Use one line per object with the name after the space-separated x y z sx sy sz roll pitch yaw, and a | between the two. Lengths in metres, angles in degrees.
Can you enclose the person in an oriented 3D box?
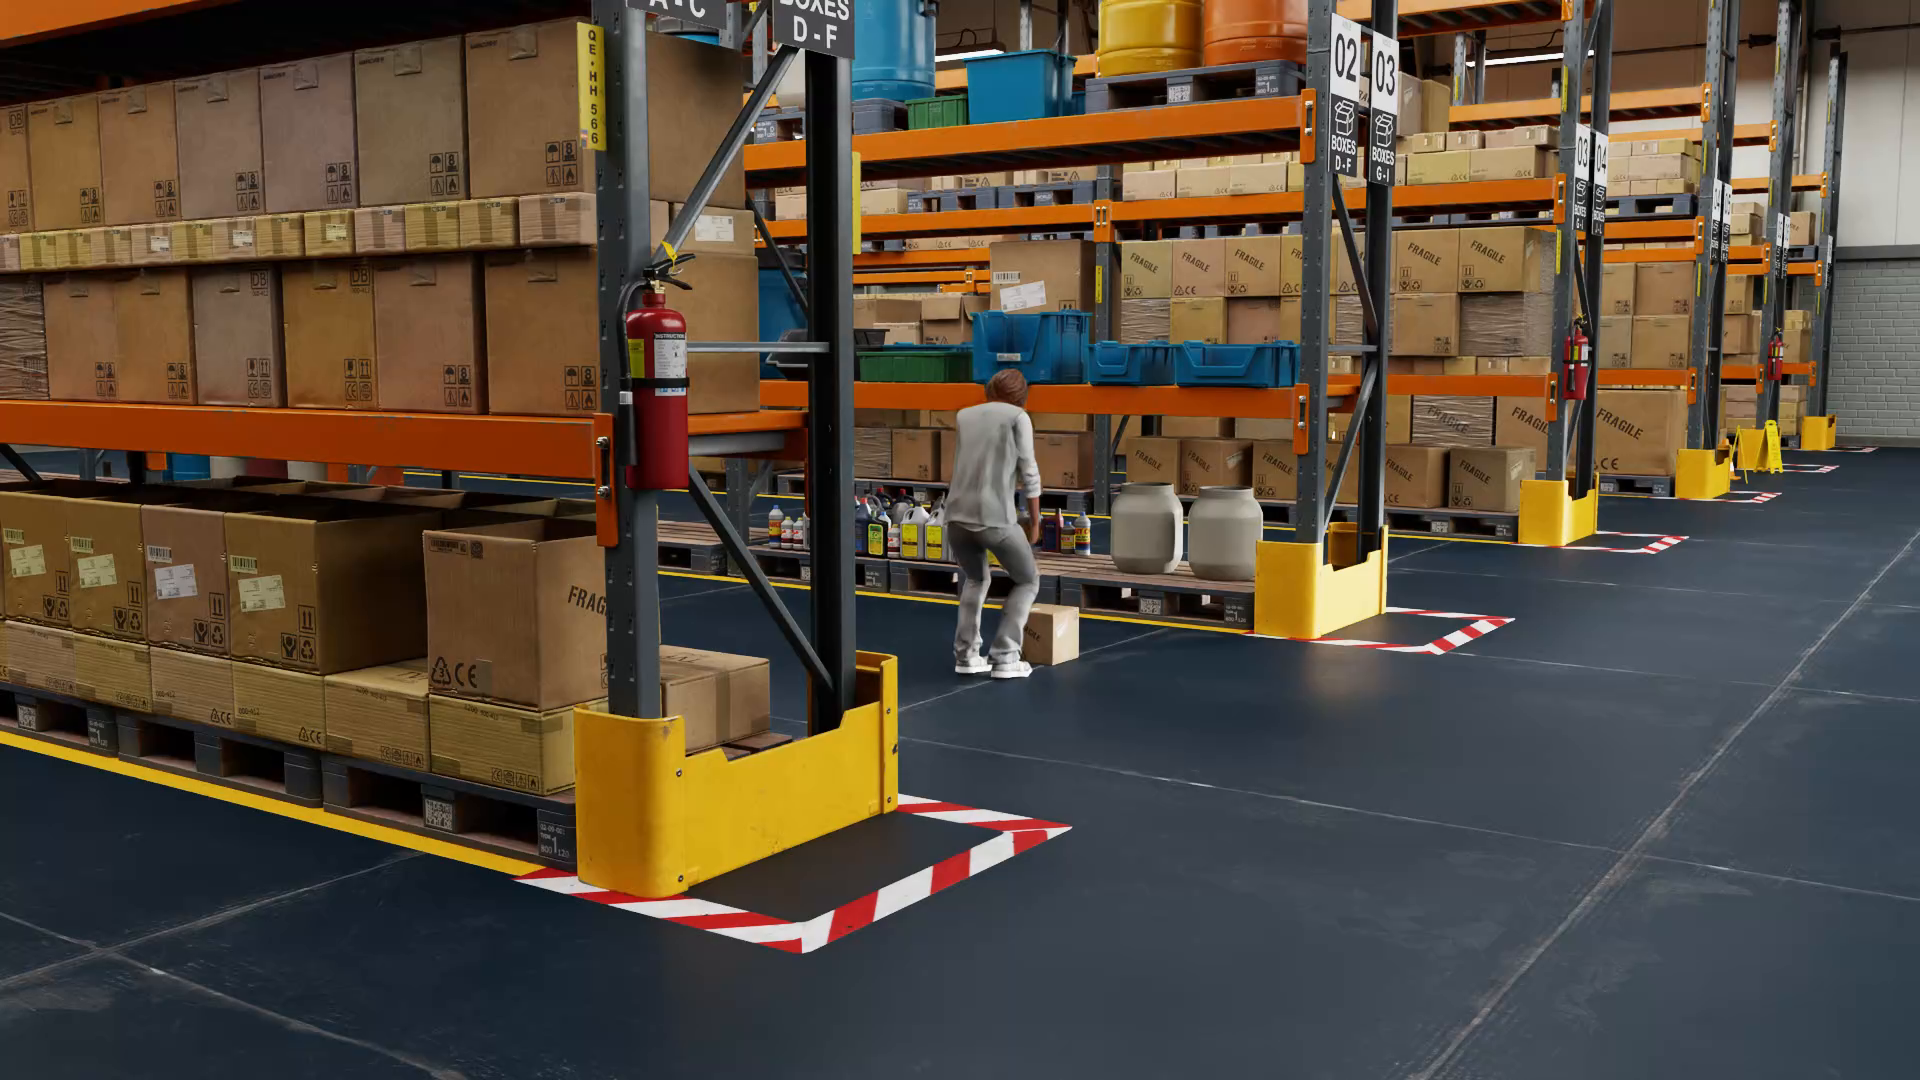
0.136 -0.069 7.695 0.456 1.404 0.560 4 8 34 | person
